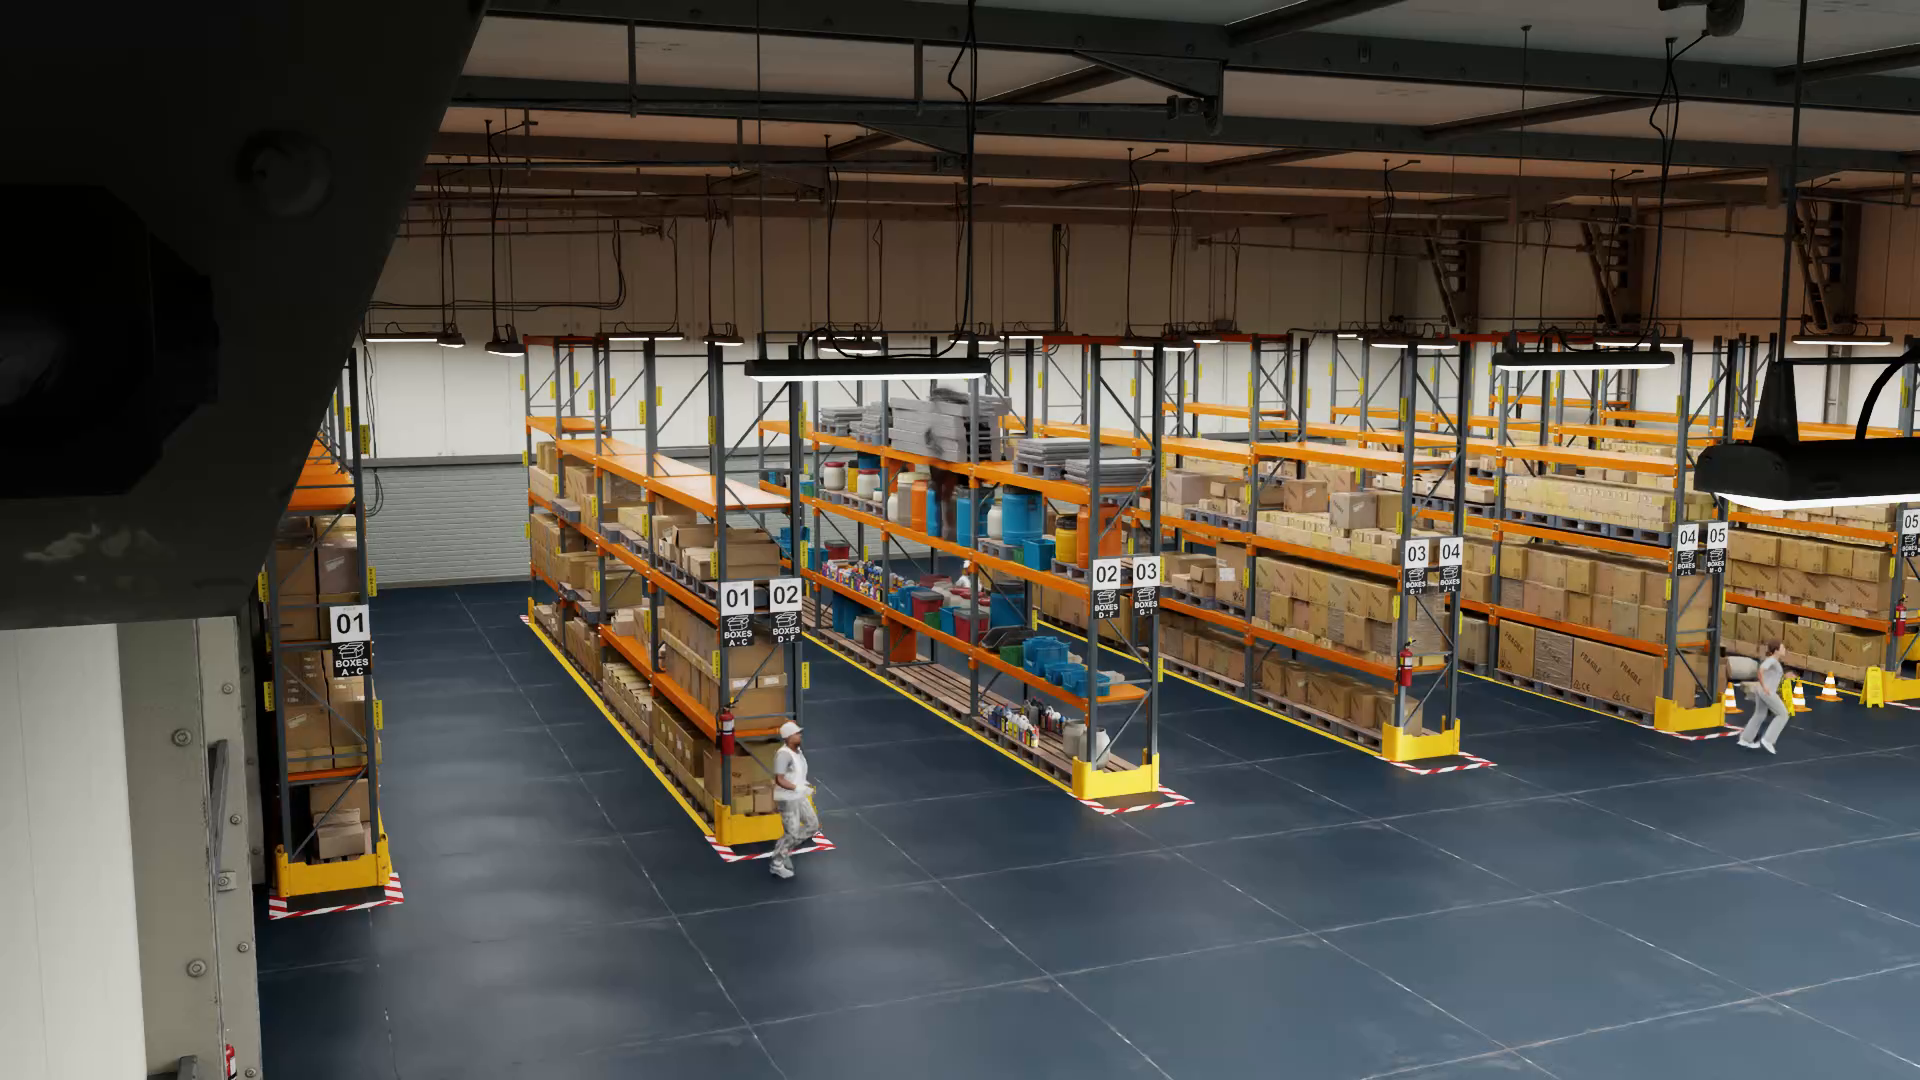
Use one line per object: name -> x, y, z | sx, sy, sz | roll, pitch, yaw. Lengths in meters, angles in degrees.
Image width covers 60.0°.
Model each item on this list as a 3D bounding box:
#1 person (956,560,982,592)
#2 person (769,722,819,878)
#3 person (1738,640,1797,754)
person -> 0.214, 1.251, 31.857 | 0.659, 1.730, 0.578 | -4, 9, -30
person -> -1.878, 2.945, 19.006 | 0.560, 1.744, 0.693 | 2, 8, 13
person -> 11.843, 2.294, 24.336 | 0.765, 1.695, 0.566 | 2, 8, 18
